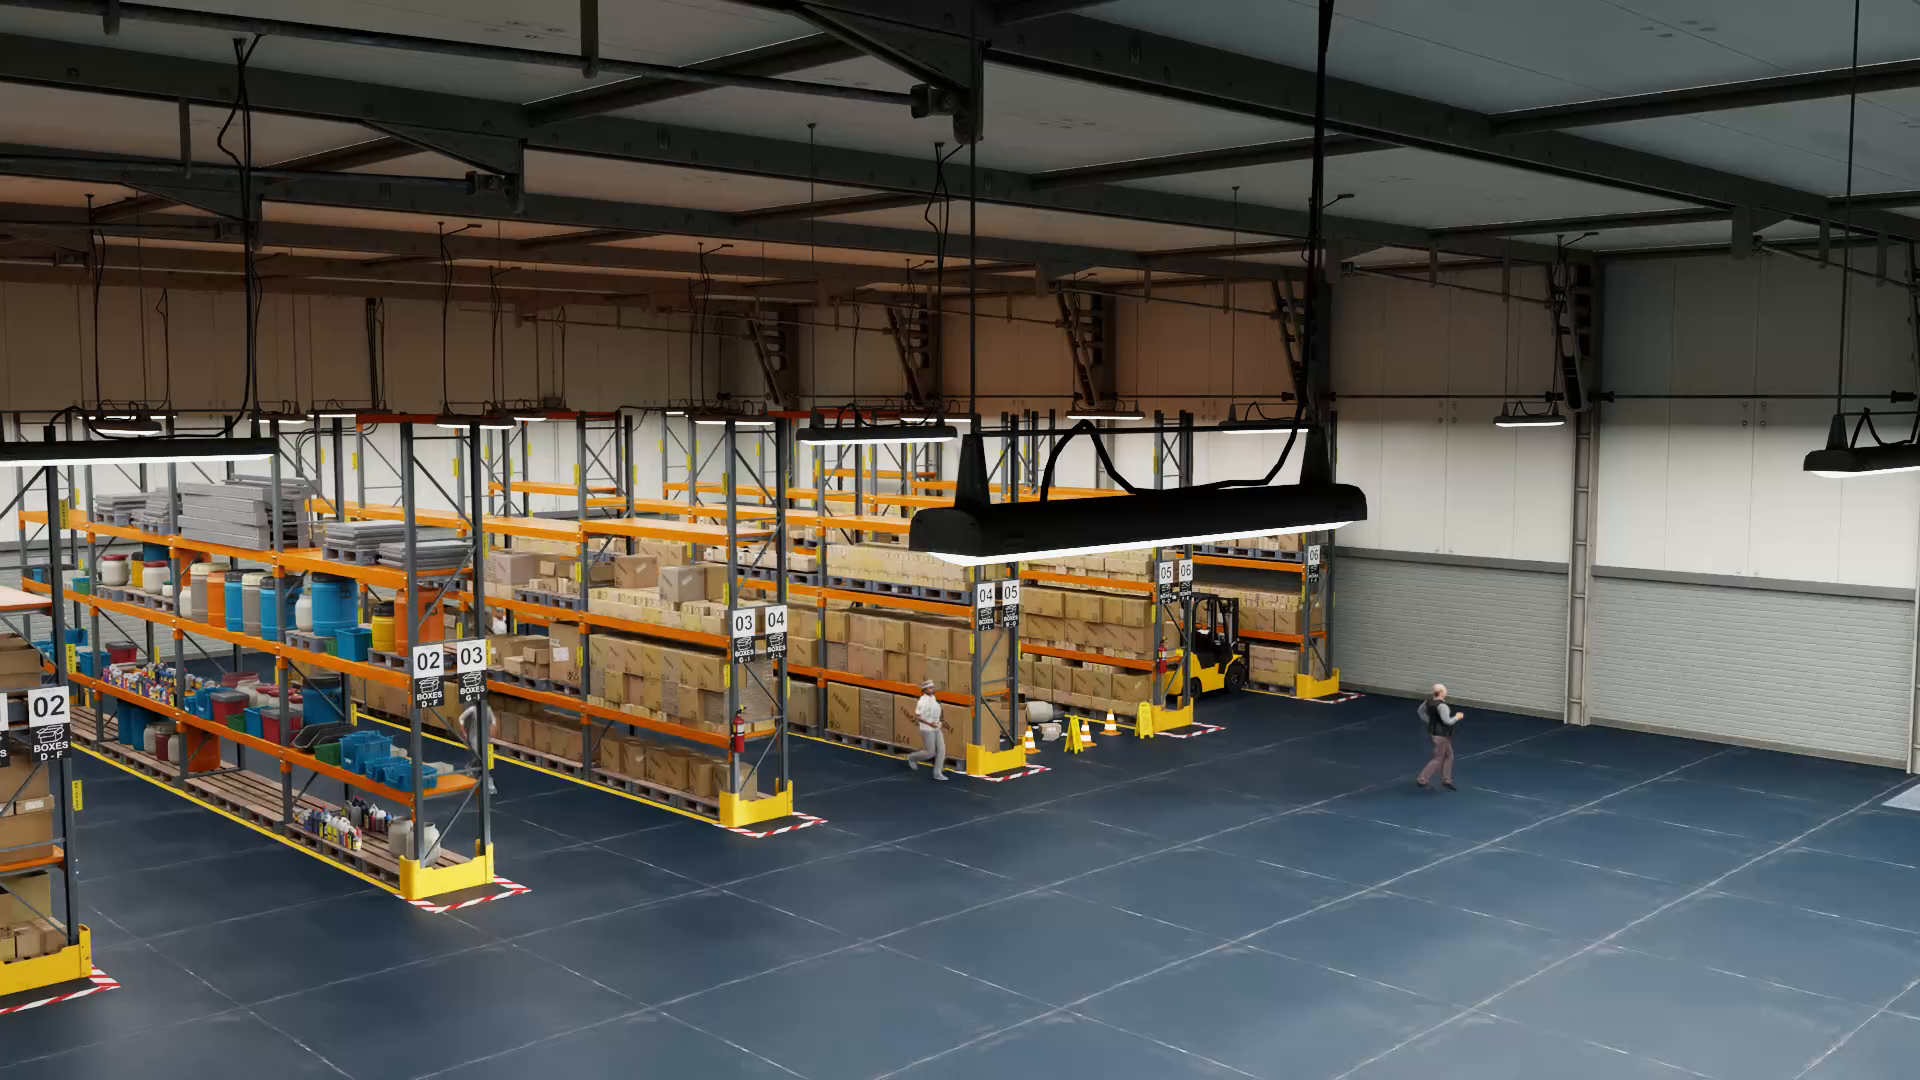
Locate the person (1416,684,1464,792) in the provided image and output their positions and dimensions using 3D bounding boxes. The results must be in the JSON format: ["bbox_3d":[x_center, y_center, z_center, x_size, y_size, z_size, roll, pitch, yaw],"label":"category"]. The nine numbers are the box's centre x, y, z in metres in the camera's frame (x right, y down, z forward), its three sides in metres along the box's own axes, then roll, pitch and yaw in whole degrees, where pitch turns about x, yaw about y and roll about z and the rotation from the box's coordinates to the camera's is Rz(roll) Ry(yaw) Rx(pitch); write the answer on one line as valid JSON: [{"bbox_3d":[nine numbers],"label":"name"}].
[{"bbox_3d":[7.630,3.166,26.477,0.740,1.770,0.641,0,5,-3],"label":"person"}]

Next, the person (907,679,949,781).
[{"bbox_3d":[-0.501,3.116,27.457,0.758,1.658,0.577,3,6,34],"label":"person"}]

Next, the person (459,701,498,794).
[{"bbox_3d":[-7.718,3.220,26.689,0.557,1.596,0.917,-5,7,-43],"label":"person"}]

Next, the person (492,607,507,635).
[{"bbox_3d":[-10.034,2.303,36.387,0.654,1.789,0.829,-4,6,-35],"label":"person"}]
